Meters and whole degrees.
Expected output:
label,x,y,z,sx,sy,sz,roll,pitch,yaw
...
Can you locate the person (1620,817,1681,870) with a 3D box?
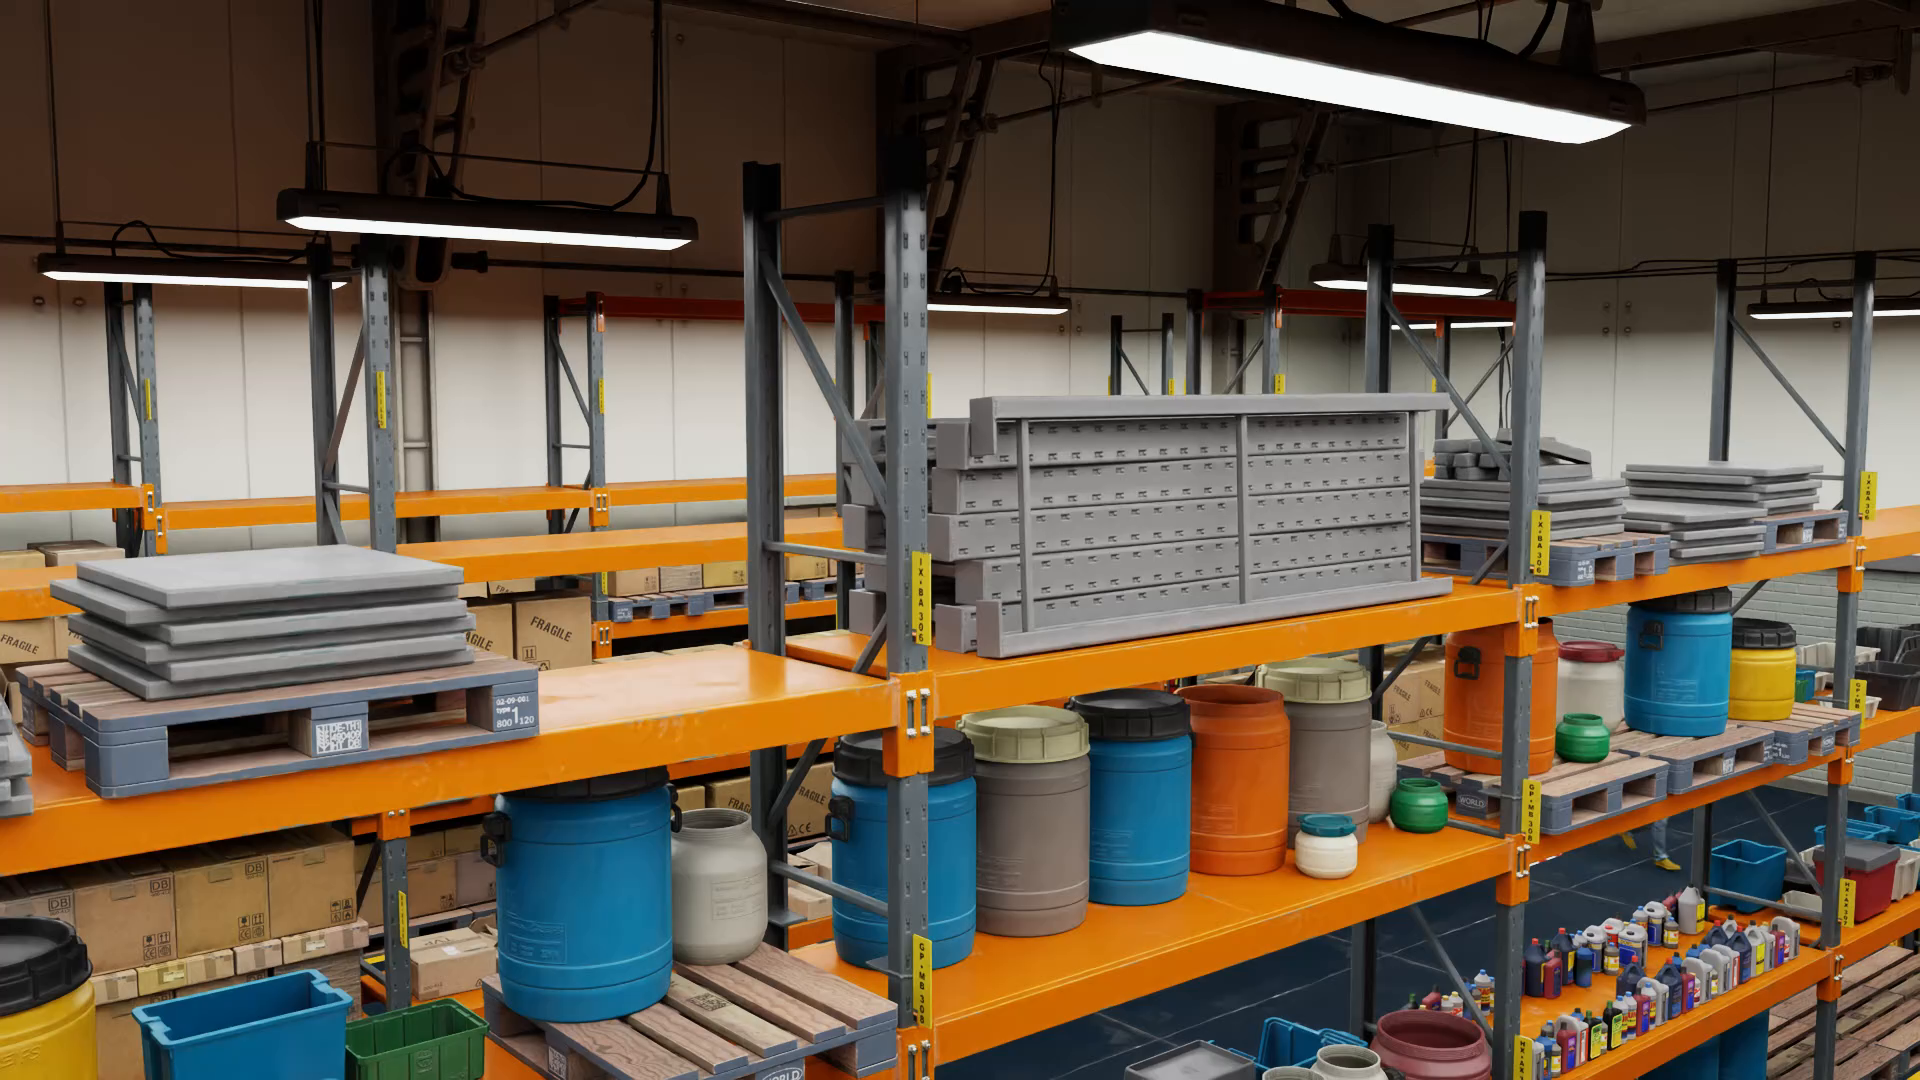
label,x,y,z,sx,sy,sz,roll,pitch,yaw
person,7.377,2.618,17.843,0.559,1.658,0.978,-2,6,-24
